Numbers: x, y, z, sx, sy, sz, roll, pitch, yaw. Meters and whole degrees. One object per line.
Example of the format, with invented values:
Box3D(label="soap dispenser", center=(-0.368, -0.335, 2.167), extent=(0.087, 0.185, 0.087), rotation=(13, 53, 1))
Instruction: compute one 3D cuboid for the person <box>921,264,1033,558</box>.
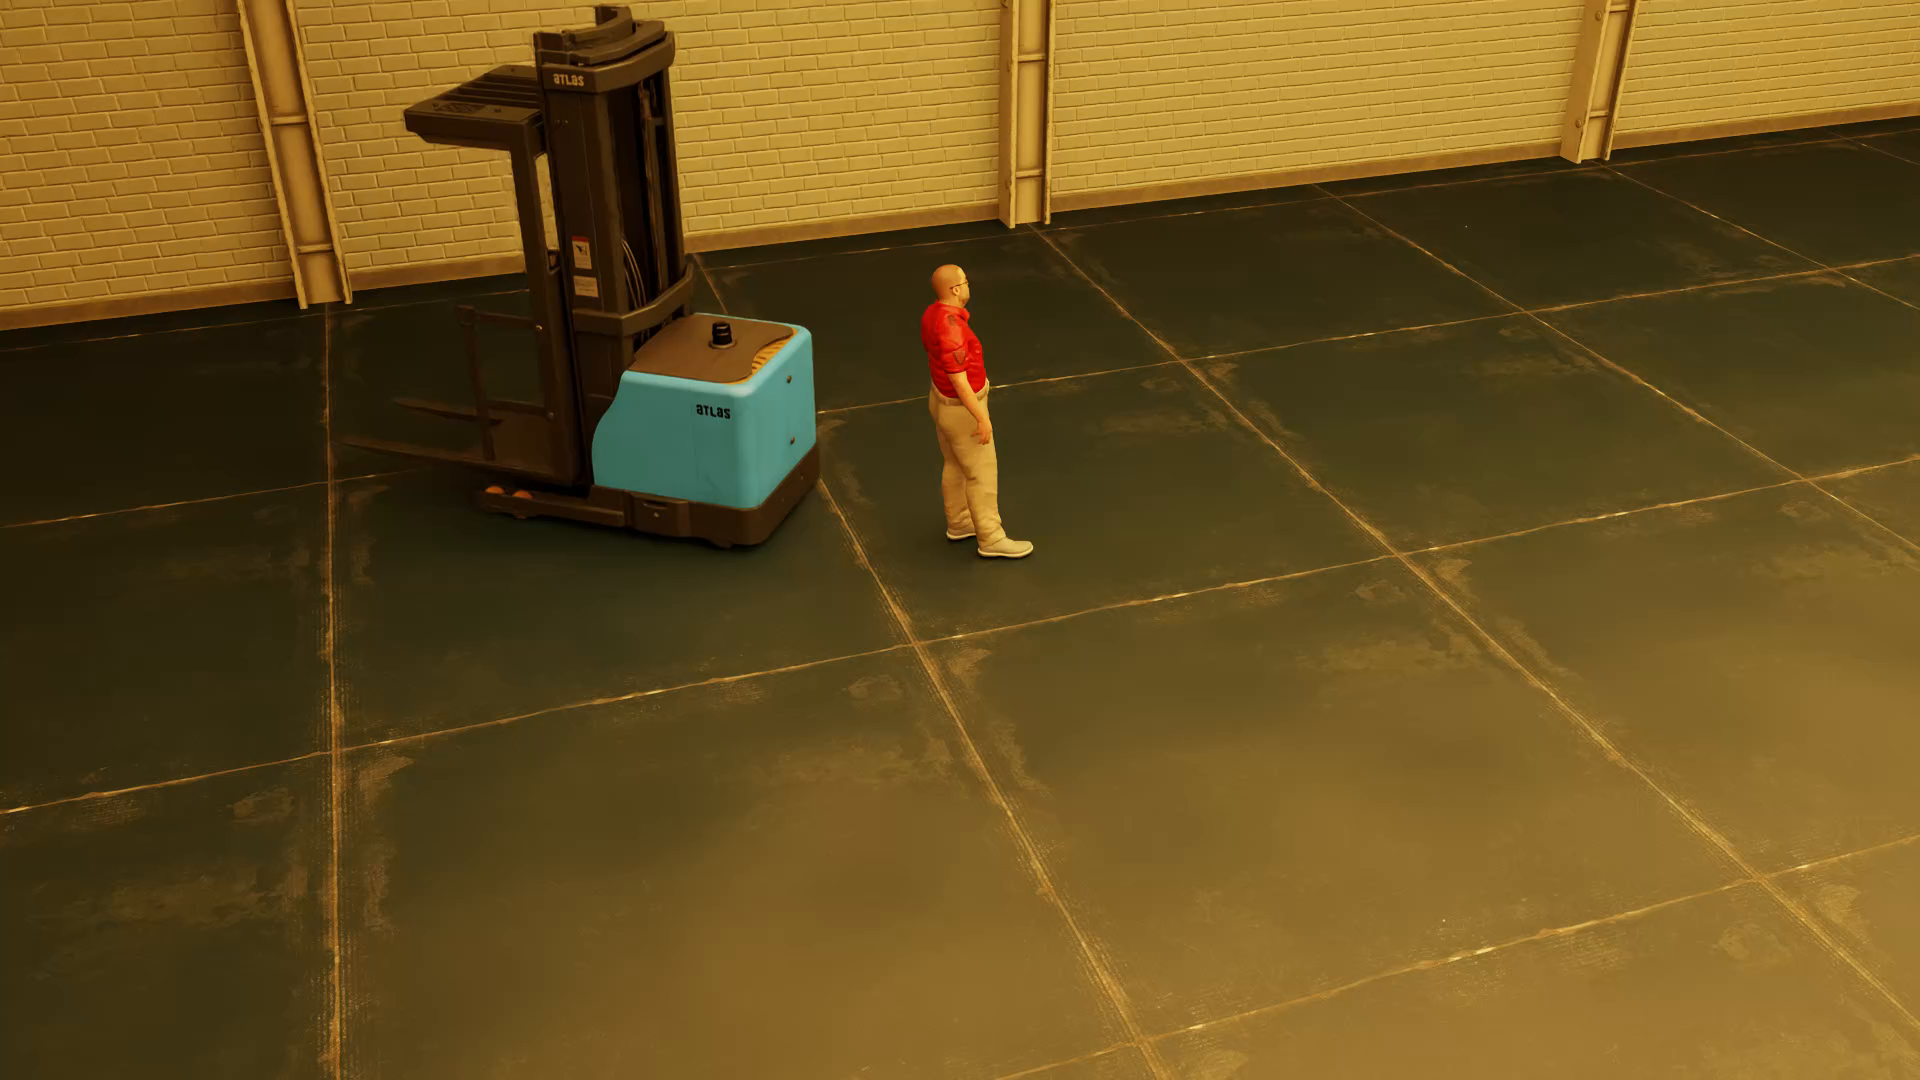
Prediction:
Box3D(label="person", center=(0.089, -0.765, 9.606), extent=(0.550, 1.728, 0.641), rotation=(-10, 31, -16))

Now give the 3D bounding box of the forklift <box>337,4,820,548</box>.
Box3D(label="forklift", center=(-2.466, -1.643, 9.942), extent=(3.031, 2.935, 1.130), rotation=(9, 31, 15))
